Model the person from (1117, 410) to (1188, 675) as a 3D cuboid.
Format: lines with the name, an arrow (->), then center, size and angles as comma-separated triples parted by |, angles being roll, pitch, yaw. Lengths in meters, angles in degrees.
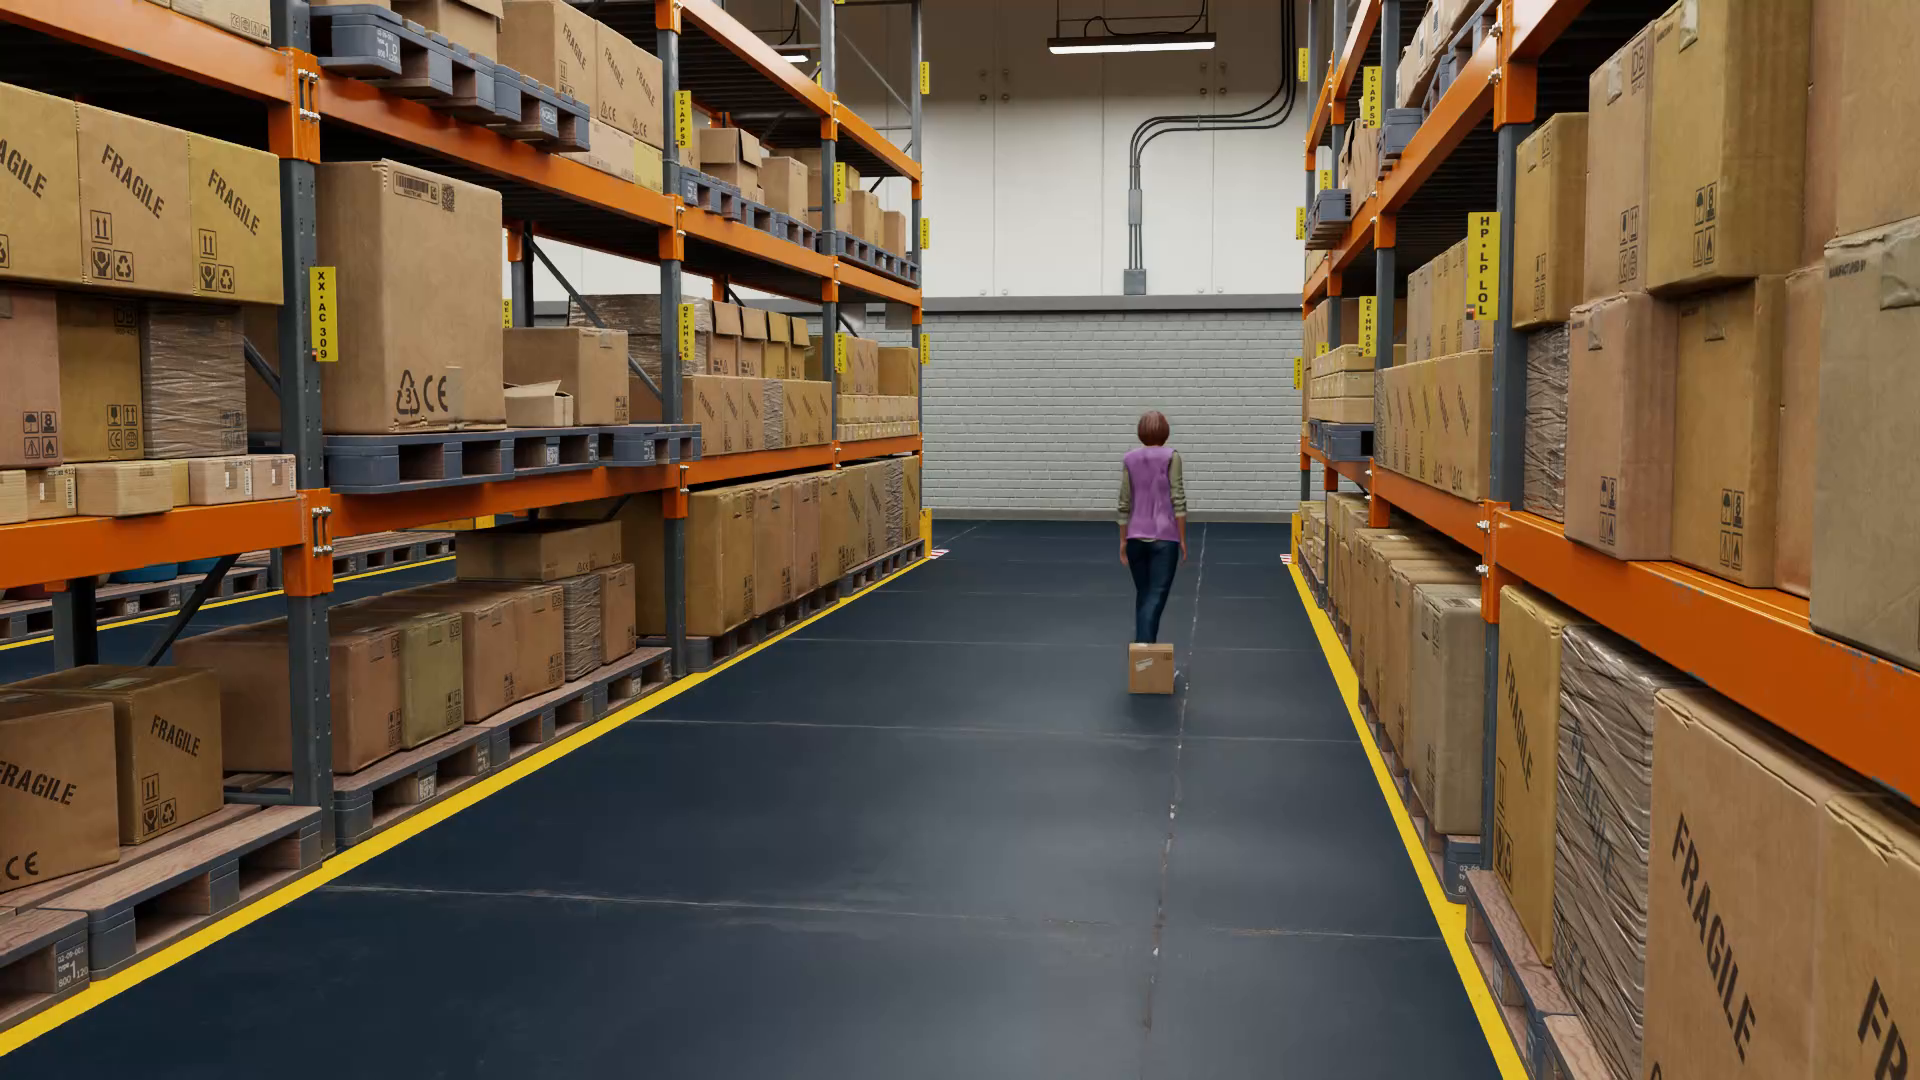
person -> 1.124, 0.025, 9.840 | 0.451, 1.588, 0.514 | 3, 6, 34
